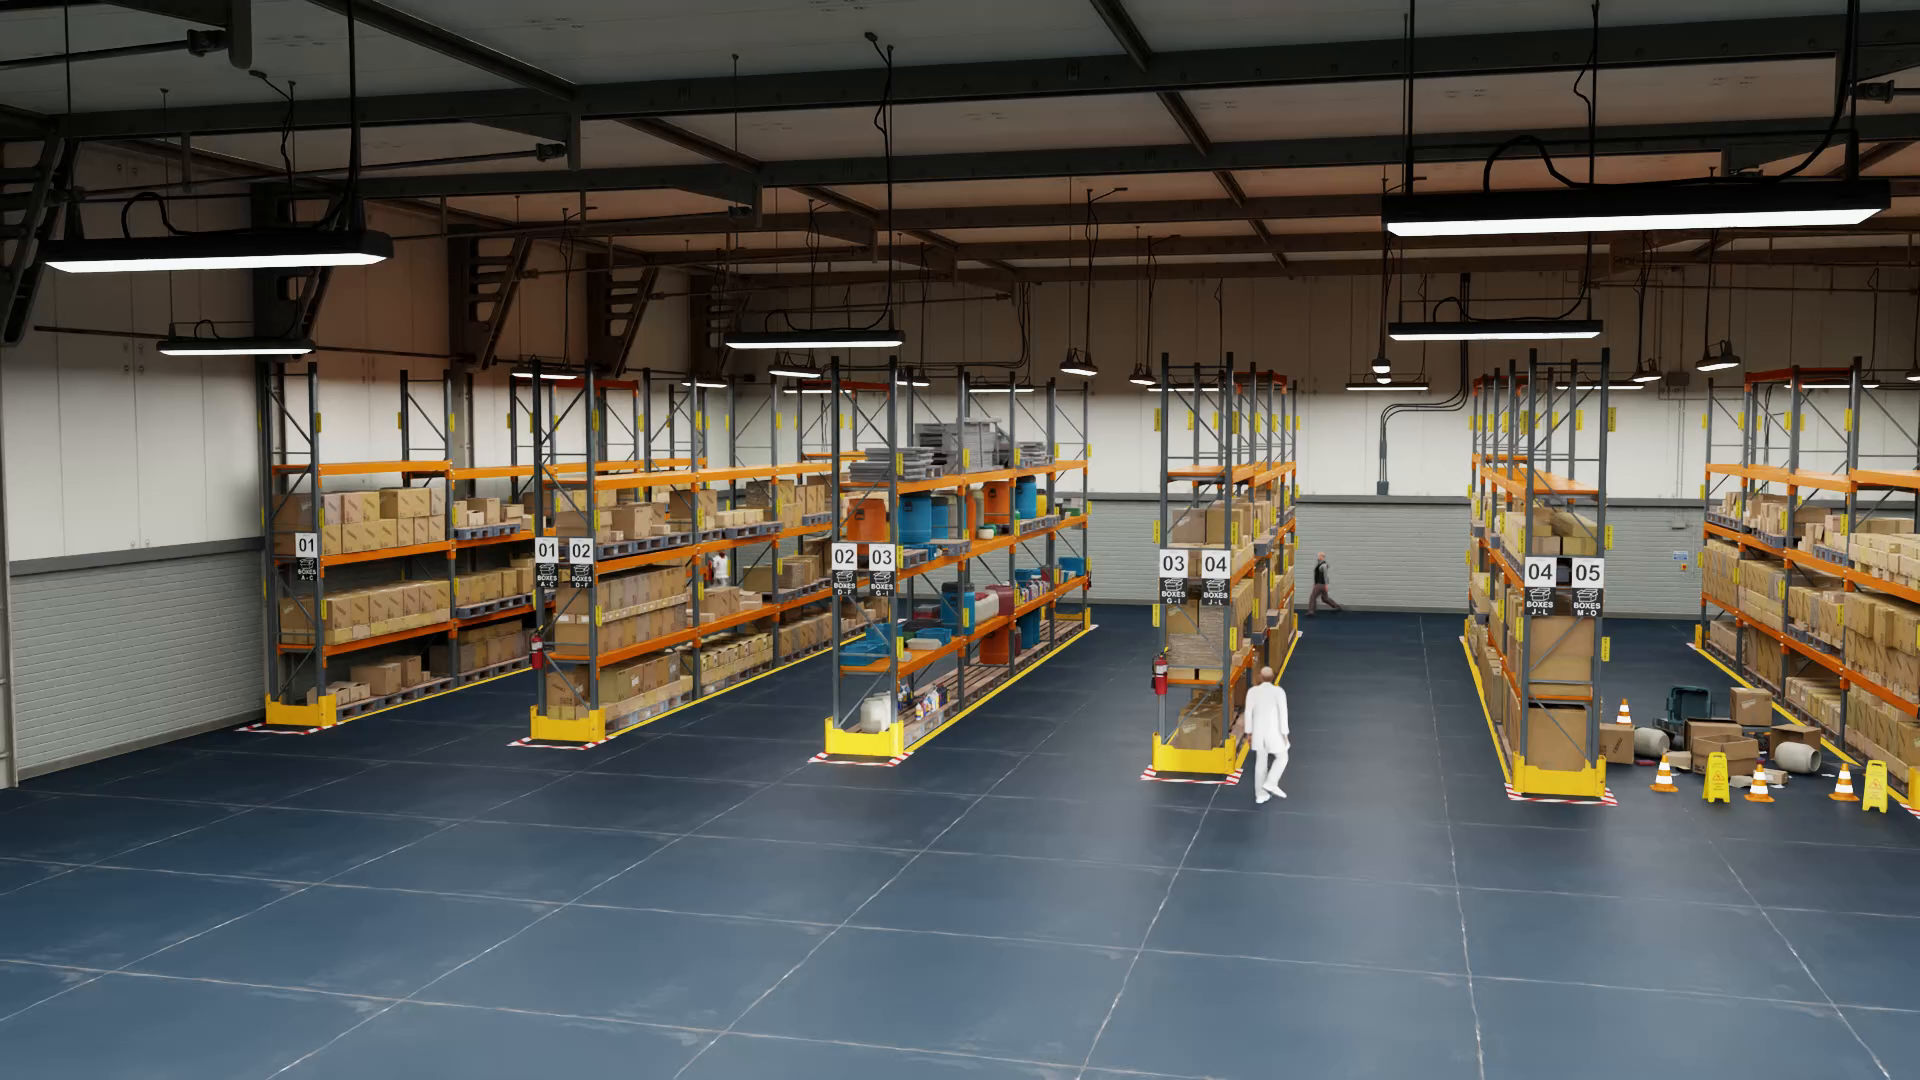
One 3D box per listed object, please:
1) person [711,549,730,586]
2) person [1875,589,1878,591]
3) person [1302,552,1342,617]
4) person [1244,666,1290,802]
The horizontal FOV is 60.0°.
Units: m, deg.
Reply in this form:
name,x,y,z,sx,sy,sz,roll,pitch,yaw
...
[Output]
name,x,y,z,sx,sy,sz,roll,pitch,yaw
person,-6.263,1.049,43.952,0.541,1.830,0.586,2,4,26
person,18.663,1.770,34.065,0.508,1.689,0.406,-1,4,-20
person,9.345,1.143,42.860,0.999,1.687,0.507,1,4,15
person,4.064,2.559,21.981,0.621,1.767,0.533,3,5,33
